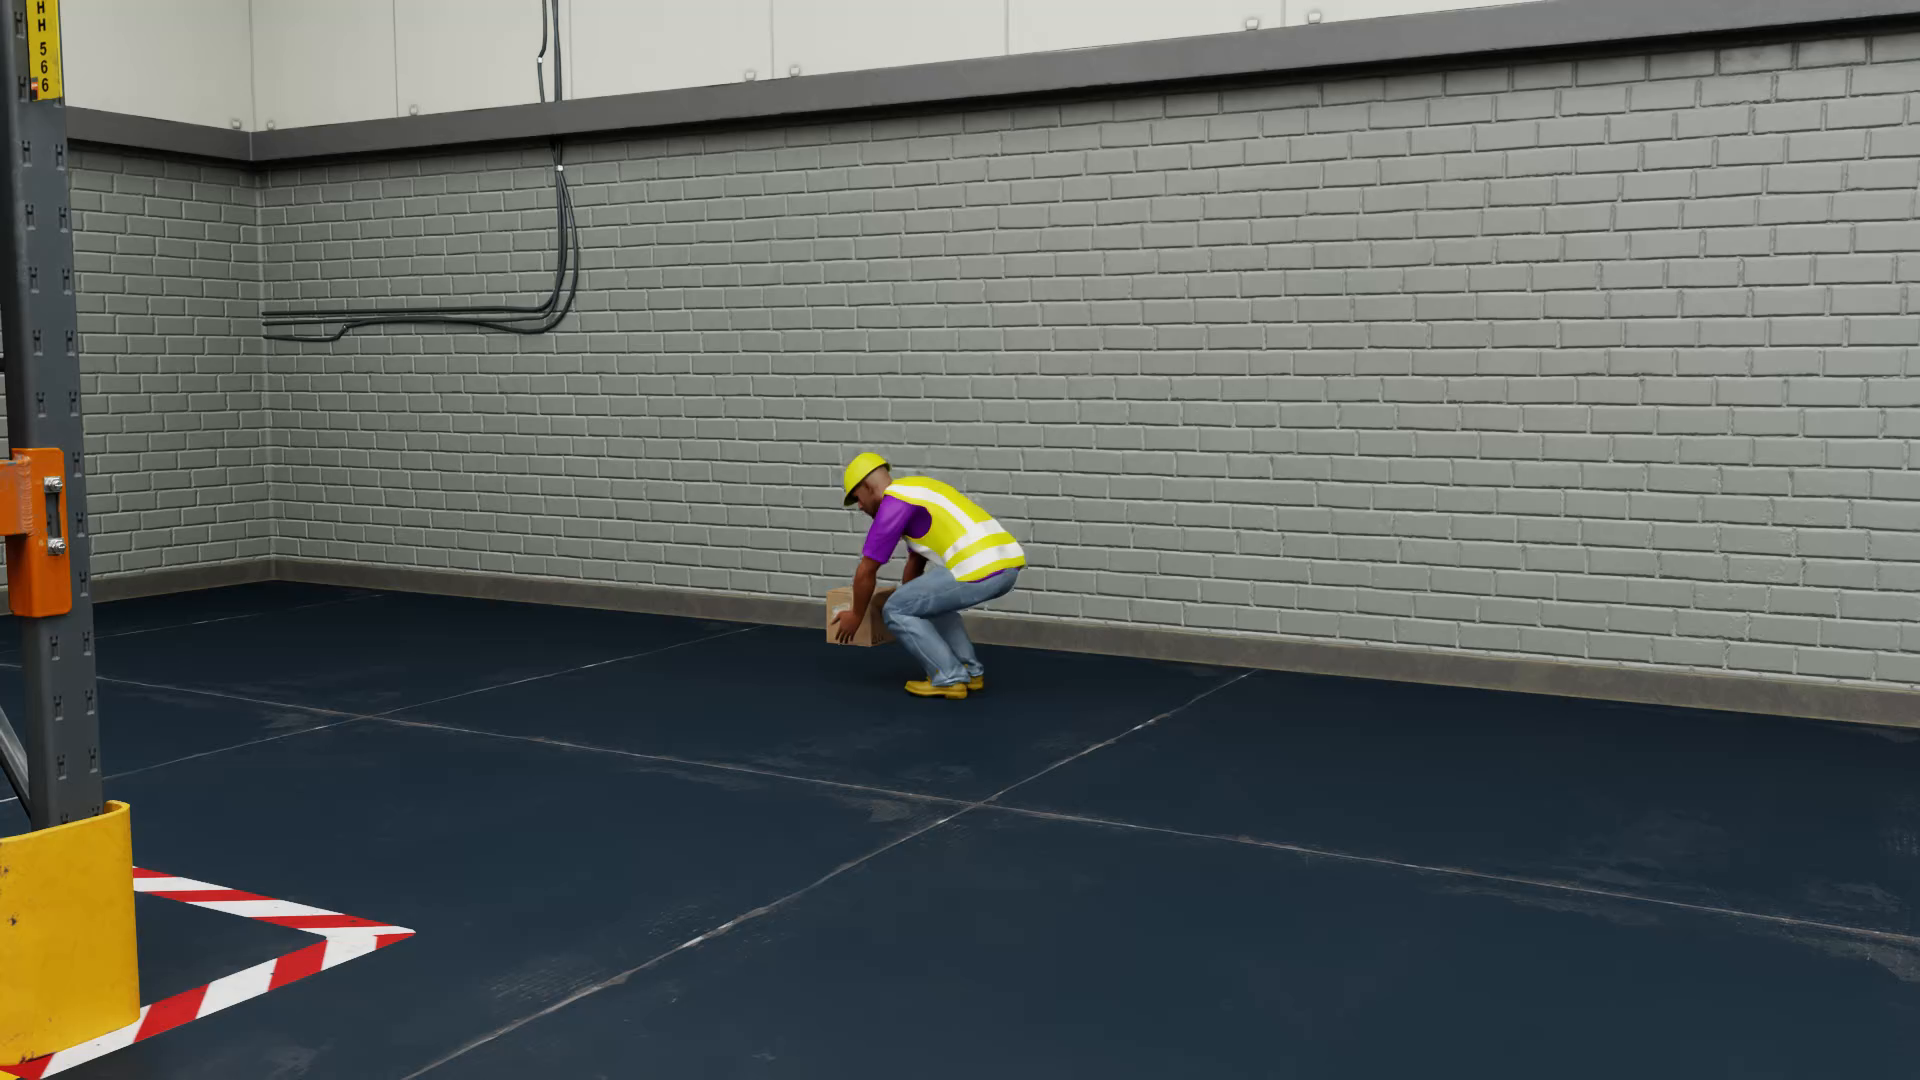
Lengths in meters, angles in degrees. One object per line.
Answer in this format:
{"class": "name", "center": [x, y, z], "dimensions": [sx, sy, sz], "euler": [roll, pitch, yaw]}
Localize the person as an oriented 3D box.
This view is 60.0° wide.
{"class": "person", "center": [-0.150, 0.157, 7.712], "dimensions": [0.860, 1.111, 0.603], "euler": [3, 7, 28]}
